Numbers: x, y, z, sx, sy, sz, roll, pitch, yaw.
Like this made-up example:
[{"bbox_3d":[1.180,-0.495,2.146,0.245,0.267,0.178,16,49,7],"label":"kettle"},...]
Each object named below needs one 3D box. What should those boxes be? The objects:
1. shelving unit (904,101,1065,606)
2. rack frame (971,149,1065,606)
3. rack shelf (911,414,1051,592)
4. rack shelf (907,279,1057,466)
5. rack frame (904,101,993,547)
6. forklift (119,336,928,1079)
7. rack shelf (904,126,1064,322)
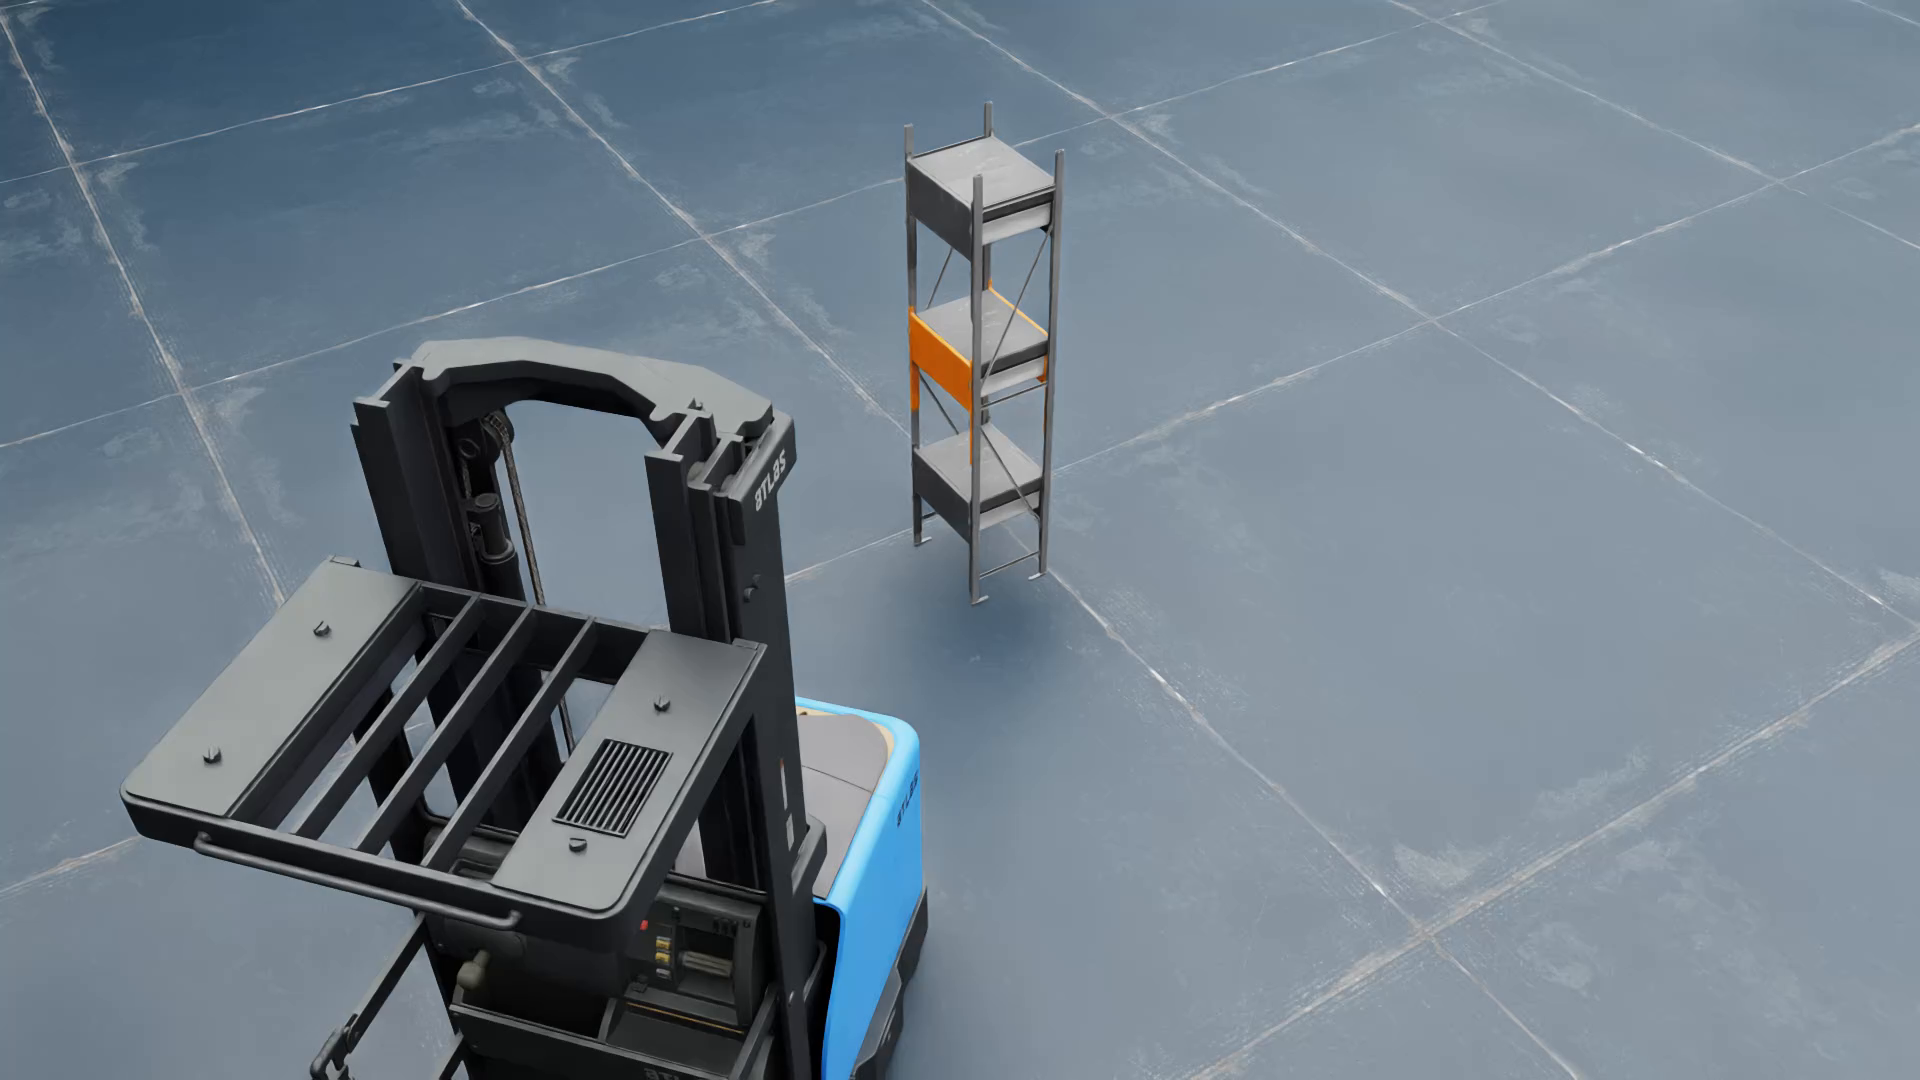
[{"bbox_3d":[0.089,-0.717,6.971,0.431,2.100,0.503,-22,45,-24],"label":"shelving unit"},{"bbox_3d":[0.220,-0.586,6.813,0.400,2.100,0.015,-22,45,-24],"label":"rack frame"},{"bbox_3d":[0.089,-0.169,7.427,0.431,0.518,0.480,-22,45,-24],"label":"rack shelf"},{"bbox_3d":[0.089,-0.707,6.979,0.431,0.518,0.480,-22,45,-24],"label":"rack shelf"},{"bbox_3d":[-0.042,-0.849,7.129,0.400,2.100,0.015,-22,45,-24],"label":"rack frame"},{"bbox_3d":[-1.019,1.105,4.135,1.130,2.935,3.031,11,41,12],"label":"forklift"},{"bbox_3d":[0.089,-1.245,6.531,0.431,0.518,0.480,-22,45,-24],"label":"rack shelf"}]
